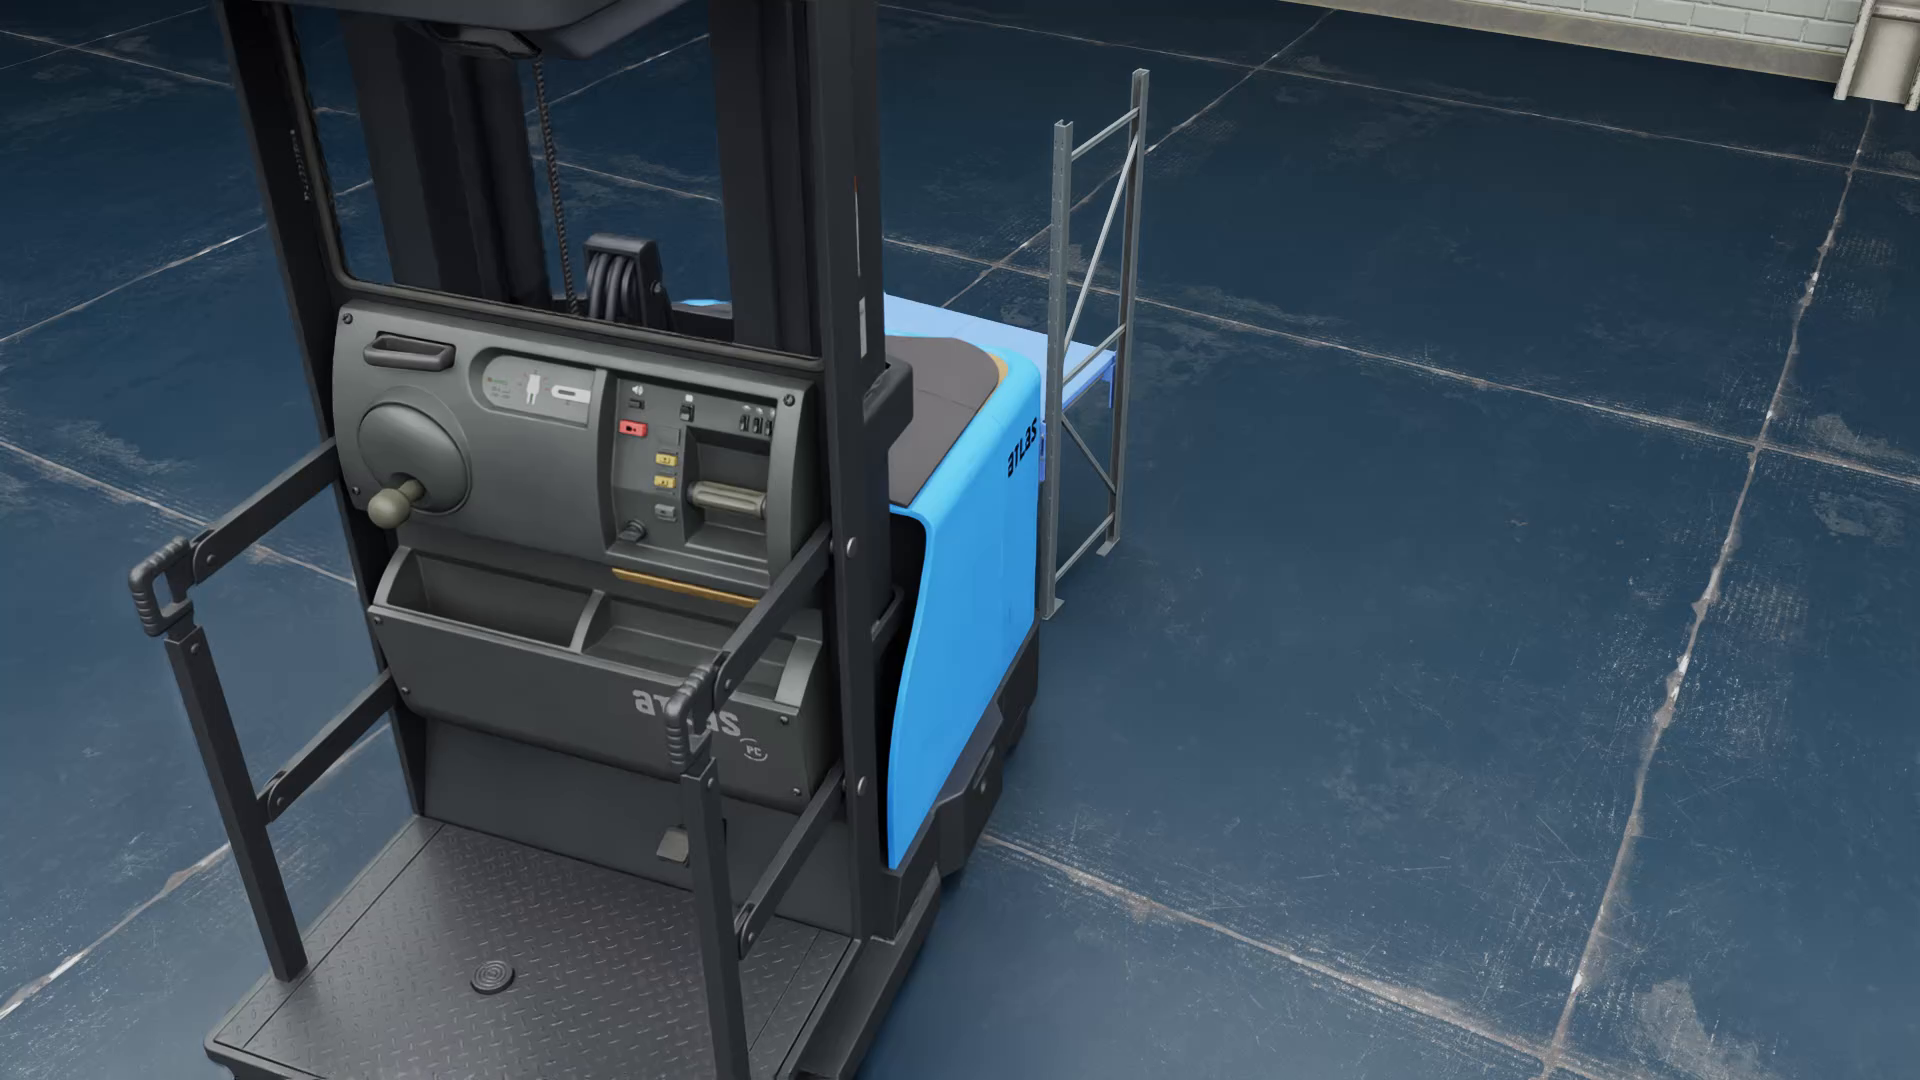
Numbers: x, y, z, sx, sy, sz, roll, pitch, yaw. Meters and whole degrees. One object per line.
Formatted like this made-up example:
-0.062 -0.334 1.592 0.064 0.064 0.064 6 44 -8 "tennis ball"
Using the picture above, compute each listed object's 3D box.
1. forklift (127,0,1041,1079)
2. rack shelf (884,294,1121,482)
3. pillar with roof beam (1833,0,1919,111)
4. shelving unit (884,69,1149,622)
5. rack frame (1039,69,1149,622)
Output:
-0.777 -0.105 2.764 1.130 2.935 3.031 12 35 17 "forklift"
-0.074 -0.498 4.969 1.000 0.185 0.538 18 37 24 "rack shelf"
2.697 -4.013 3.157 0.400 9.000 9.100 18 37 24 "pillar with roof beam"
-0.074 -0.648 4.870 1.048 1.500 0.538 18 37 24 "shelving unit"
0.367 -0.508 4.660 0.032 1.500 0.500 18 37 24 "rack frame"
